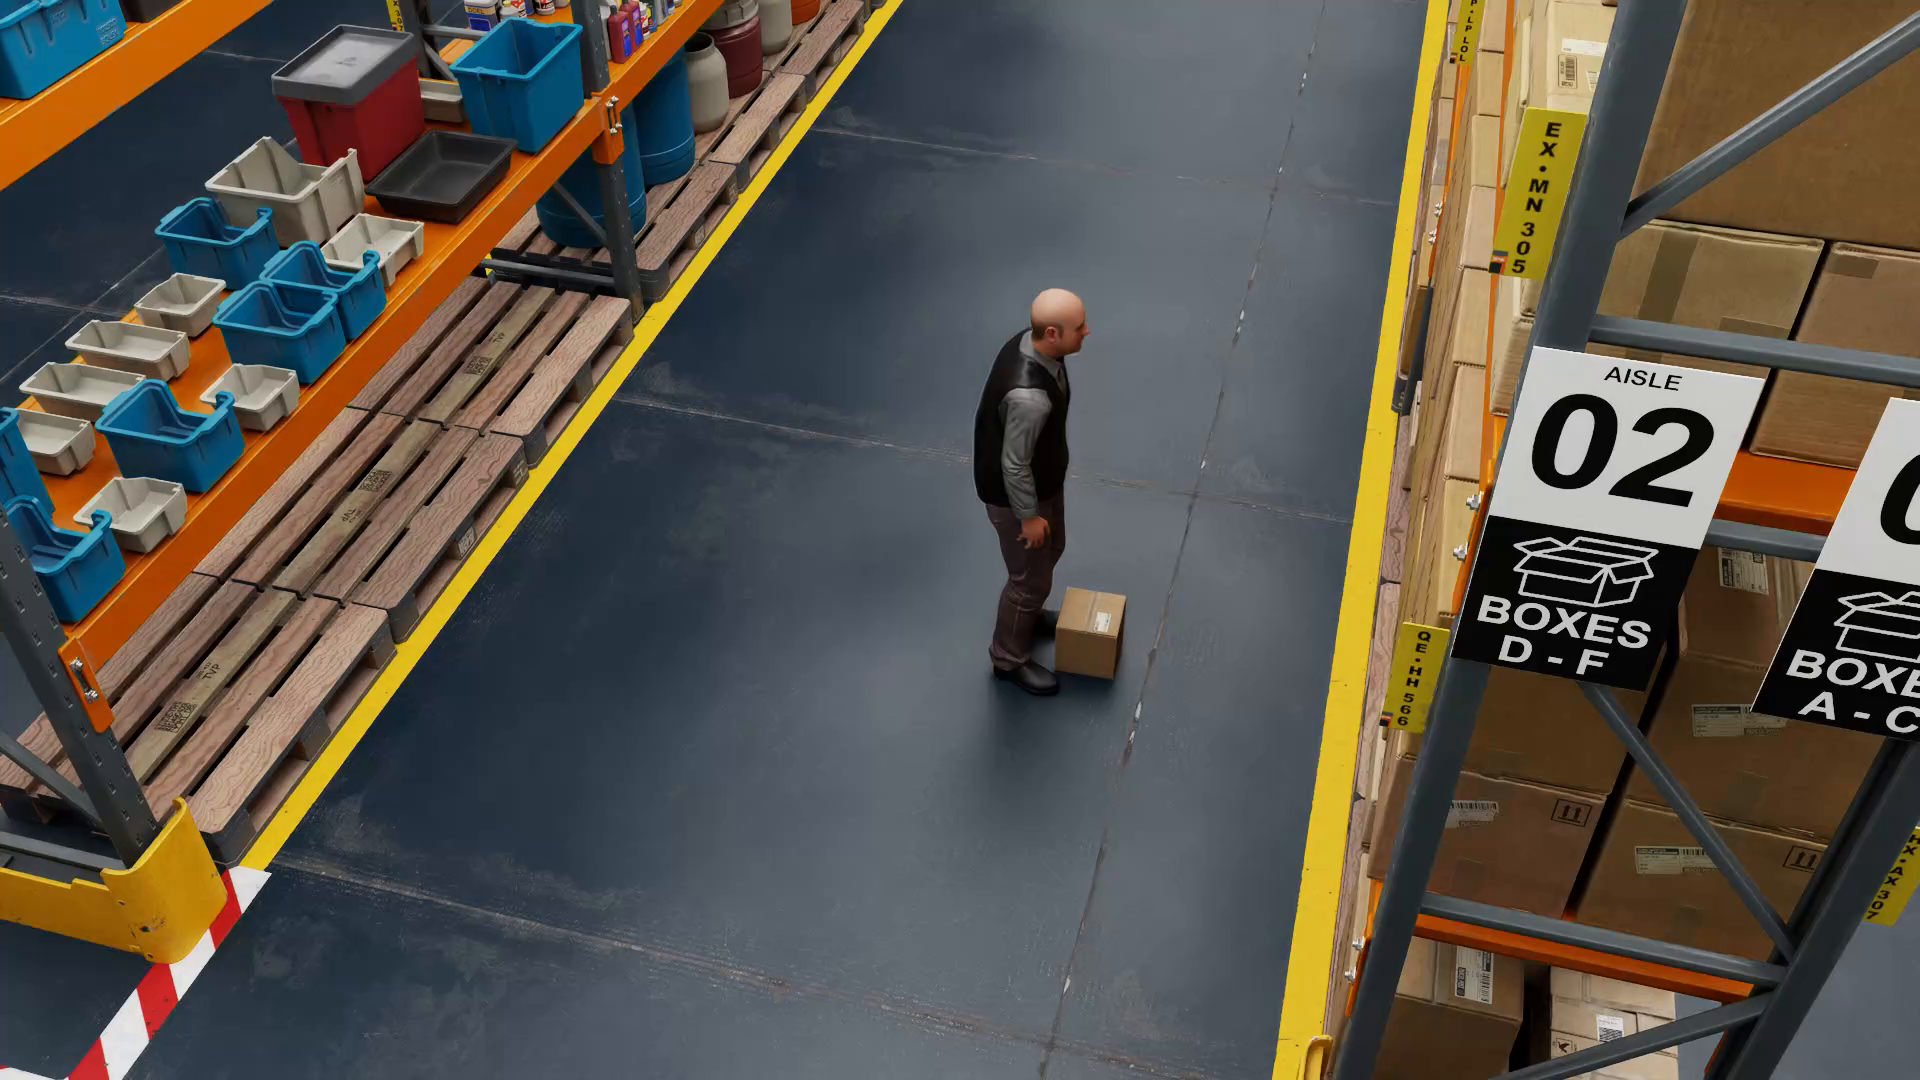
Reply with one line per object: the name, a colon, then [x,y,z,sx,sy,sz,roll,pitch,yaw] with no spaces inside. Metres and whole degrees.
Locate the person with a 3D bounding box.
person: [0.264,-0.219,6.431,0.418,1.721,0.593,8,41,9]
